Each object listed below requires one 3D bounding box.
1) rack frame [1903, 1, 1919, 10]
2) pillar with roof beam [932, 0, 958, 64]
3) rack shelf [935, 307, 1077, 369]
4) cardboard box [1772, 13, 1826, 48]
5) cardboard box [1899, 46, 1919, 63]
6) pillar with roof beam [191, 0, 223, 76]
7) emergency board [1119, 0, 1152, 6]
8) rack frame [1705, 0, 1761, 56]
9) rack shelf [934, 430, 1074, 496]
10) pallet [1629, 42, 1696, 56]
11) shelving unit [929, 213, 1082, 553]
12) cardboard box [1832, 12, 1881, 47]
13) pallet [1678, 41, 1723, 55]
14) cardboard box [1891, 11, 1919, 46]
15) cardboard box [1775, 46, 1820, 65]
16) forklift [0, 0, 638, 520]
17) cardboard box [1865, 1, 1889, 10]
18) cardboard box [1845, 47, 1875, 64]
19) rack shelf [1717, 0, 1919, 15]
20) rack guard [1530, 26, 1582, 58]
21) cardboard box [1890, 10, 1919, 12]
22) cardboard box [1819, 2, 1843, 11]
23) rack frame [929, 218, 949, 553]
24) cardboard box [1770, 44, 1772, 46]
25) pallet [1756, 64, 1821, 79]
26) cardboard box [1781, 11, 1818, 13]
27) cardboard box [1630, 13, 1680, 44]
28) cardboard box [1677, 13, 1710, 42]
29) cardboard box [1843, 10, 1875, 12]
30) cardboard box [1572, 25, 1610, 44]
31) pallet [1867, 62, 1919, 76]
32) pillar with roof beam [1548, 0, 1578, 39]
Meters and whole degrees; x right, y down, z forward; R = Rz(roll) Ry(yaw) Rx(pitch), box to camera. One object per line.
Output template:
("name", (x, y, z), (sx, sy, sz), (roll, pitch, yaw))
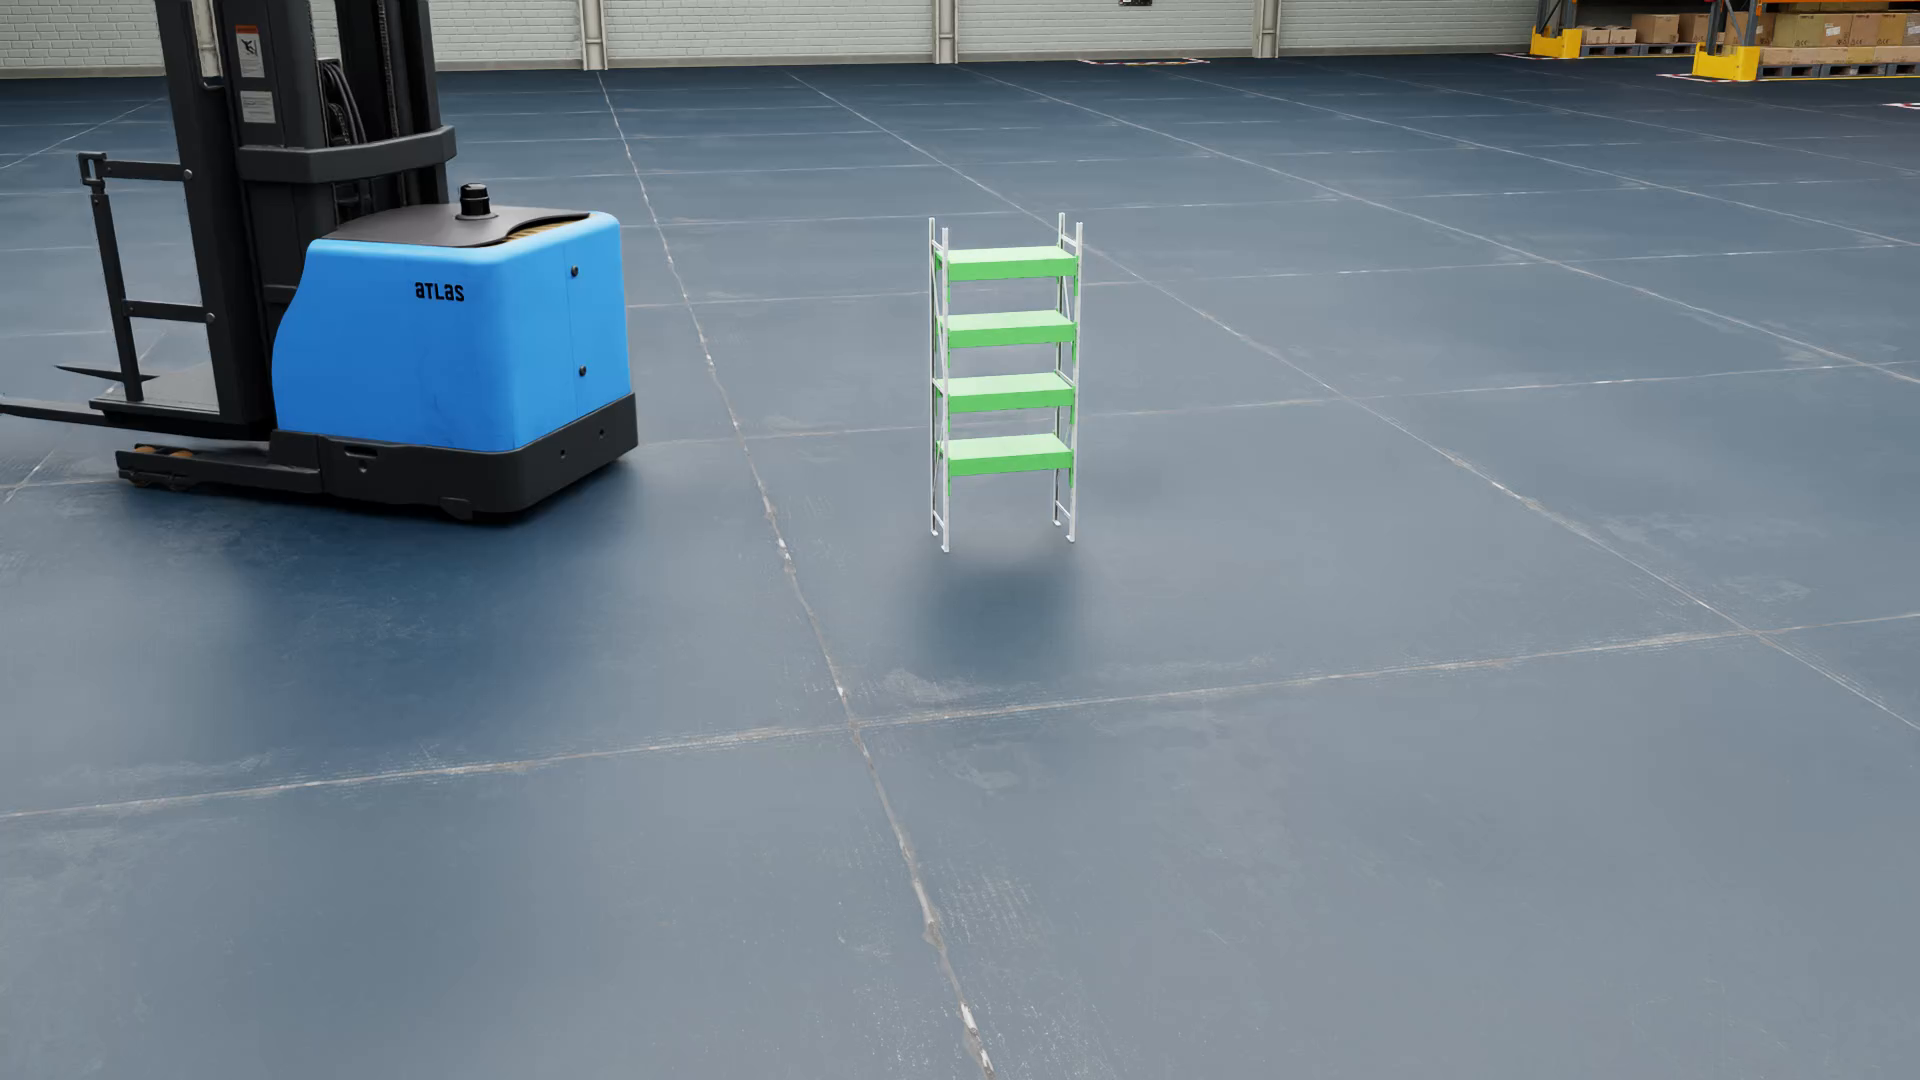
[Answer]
("rack frame", (18.719, -11.008, 32.006), (0.127, 3.000, 1.000), (-5, 21, -12))
("pillar with roof beam", (0.729, -11.146, 23.660), (0.400, 9.000, 9.100), (-5, 21, -12))
("rack shelf", (0.161, -0.742, 6.083), (0.480, 0.148, 0.258), (-5, 21, -12))
("cardboard box", (13.136, -7.984, 26.045), (0.500, 0.500, 0.500), (-5, 21, -12))
("cardboard box", (15.080, -7.794, 26.617), (0.500, 0.250, 0.500), (-5, 21, -12))
("pillar with roof beam", (-10.949, -10.197, 21.067), (0.400, 9.000, 9.100), (-5, 21, -12))
("emergency board", (3.163, -10.062, 29.423), (0.643, 1.169, 0.194), (-5, 21, -12))
("rack frame", (12.077, -8.717, 25.751), (0.127, 3.000, 1.000), (-5, 21, -12))
("rack shelf", (0.161, -0.291, 6.249), (0.480, 0.148, 0.258), (-5, 21, -12))
("pallet", (12.991, -9.220, 31.177), (1.213, 0.211, 1.003), (-5, 21, -12))
("shelving unit", (0.161, -0.576, 6.144), (0.503, 1.200, 0.258), (-5, 21, -12))
("cardboard box", (14.111, -8.061, 26.257), (0.500, 0.500, 0.500), (-5, 21, -12))
("pallet", (14.181, -9.317, 31.444), (1.213, 0.211, 1.003), (-5, 21, -12))
("cardboard box", (15.080, -8.147, 26.490), (0.500, 0.500, 0.500), (-5, 21, -12))
("cardboard box", (13.136, -7.632, 26.176), (0.500, 0.250, 0.500), (-5, 21, -12))
("forklift", (-2.973, -1.740, 6.803), (3.031, 2.935, 1.130), (7, 21, 18))
("cardboard box", (17.461, -10.295, 31.962), (0.500, 0.250, 0.500), (-4, 21, -11))
("cardboard box", (14.110, -7.710, 26.387), (0.500, 0.250, 0.500), (-5, 21, -12))
("rack shelf", (14.024, -8.538, 26.307), (4.000, 0.370, 1.077), (-5, 21, -12))
("rack guard", (11.008, -9.208, 30.723), (0.348, 0.500, 1.175), (-5, 21, -12))
("cardboard box", (15.447, -8.360, 27.073), (0.500, 0.500, 0.500), (-5, 21, -12))
("cardboard box", (16.472, -10.219, 31.755), (0.500, 0.250, 0.500), (-5, 21, -14))
("rack frame", (-0.076, -0.557, 6.091), (0.015, 1.200, 0.240), (-5, 21, -12))
("cardboard box", (13.015, -7.808, 26.657), (0.500, 0.250, 0.500), (-5, 21, -12))
("pallet", (12.812, -7.483, 26.434), (1.213, 0.211, 1.003), (-5, 21, -12))
("cardboard box", (13.500, -8.202, 26.640), (0.500, 0.500, 0.500), (-5, 21, -12))
("cardboard box", (12.908, -9.519, 30.935), (0.500, 0.500, 0.700), (-6, 21, -16))
("cardboard box", (13.826, -9.629, 31.235), (0.500, 0.500, 0.500), (-6, 21, -17))
("cardboard box", (14.473, -8.281, 26.857), (0.500, 0.500, 0.500), (-5, 21, -12))
("cardboard box", (11.628, -9.344, 30.731), (0.500, 0.311, 0.500), (-7, 21, -19))
("pallet", (15.186, -7.676, 26.962), (1.213, 0.211, 1.003), (-5, 21, -12))
("pillar with roof beam", (12.407, -12.096, 26.253), (0.400, 9.000, 9.100), (-5, 21, -12))
